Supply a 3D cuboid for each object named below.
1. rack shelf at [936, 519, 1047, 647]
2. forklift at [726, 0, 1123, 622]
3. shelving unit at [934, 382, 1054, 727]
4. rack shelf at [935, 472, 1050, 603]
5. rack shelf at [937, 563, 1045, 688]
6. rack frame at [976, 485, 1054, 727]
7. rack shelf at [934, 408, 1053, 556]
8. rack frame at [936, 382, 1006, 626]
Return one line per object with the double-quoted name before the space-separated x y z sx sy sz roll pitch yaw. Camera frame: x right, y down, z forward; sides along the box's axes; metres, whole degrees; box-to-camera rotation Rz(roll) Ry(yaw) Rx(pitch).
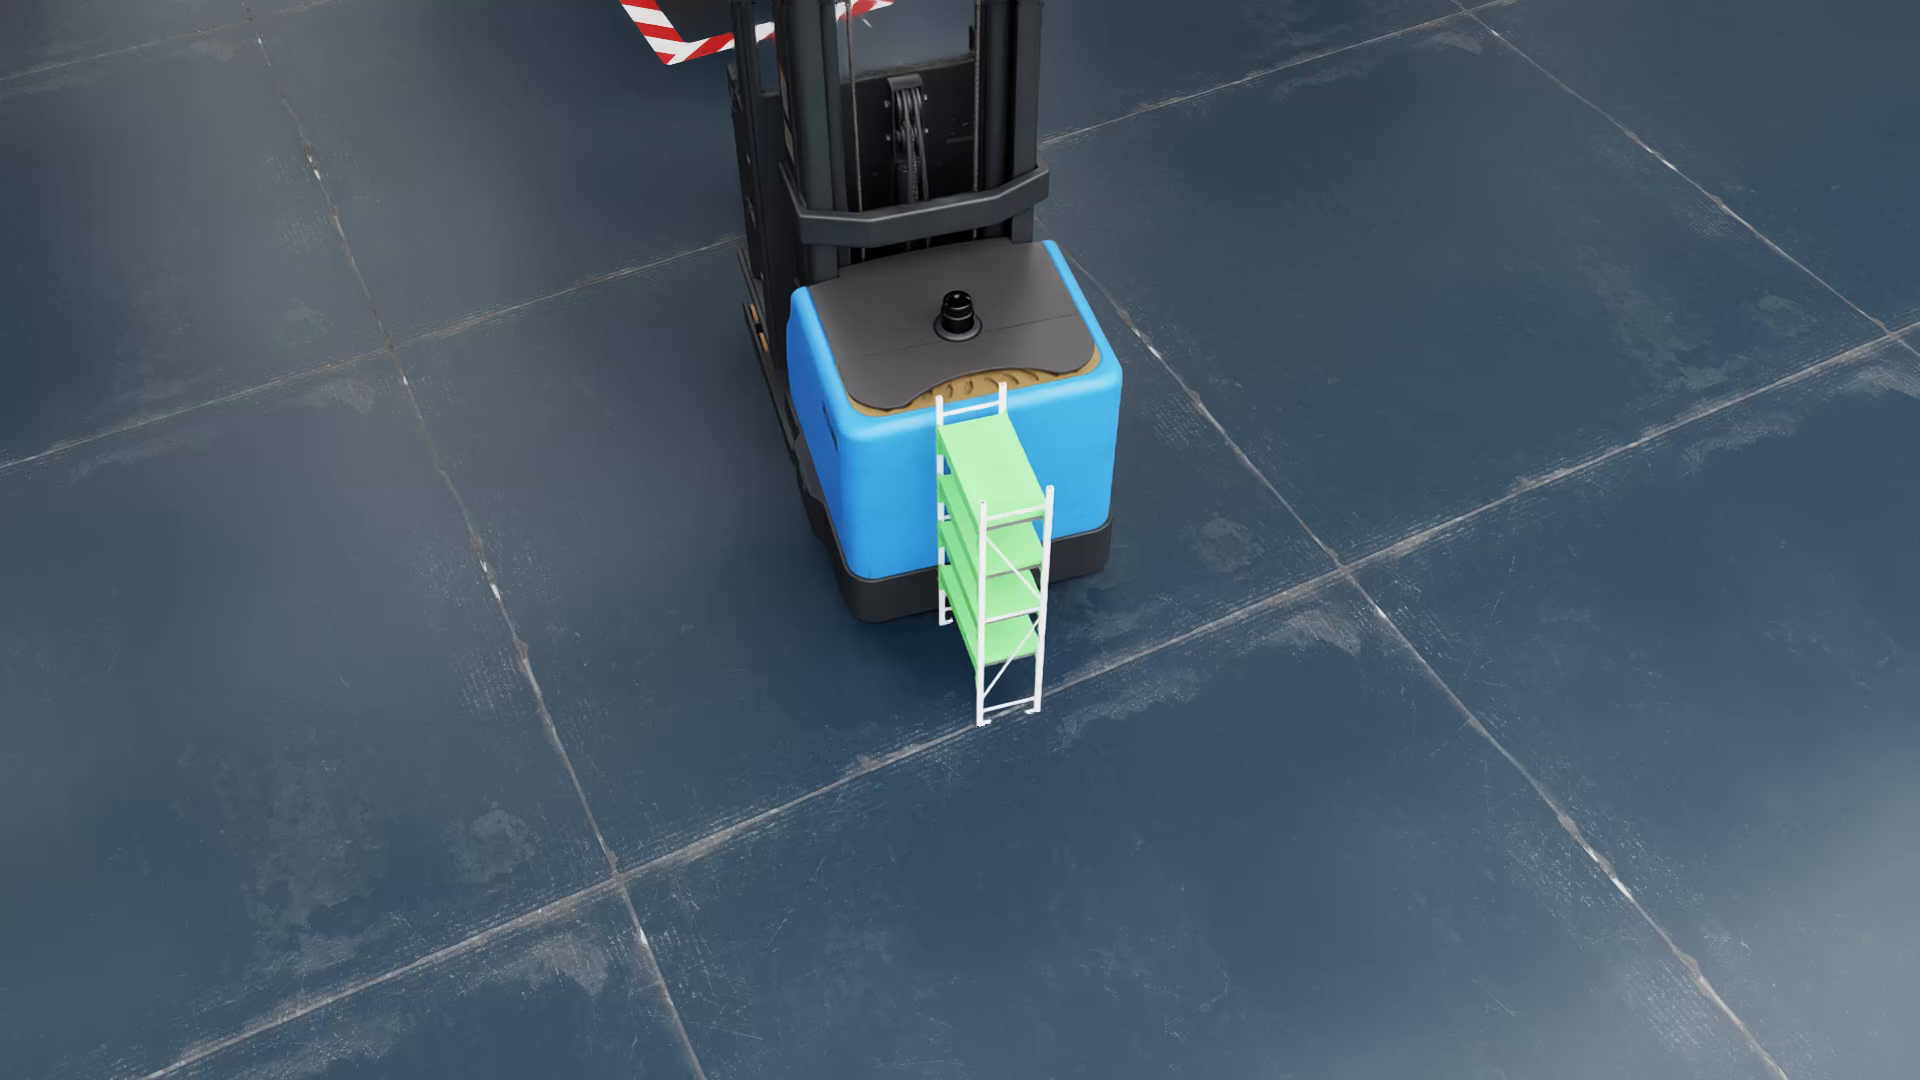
"rack shelf" 0.106 0.120 5.825 0.258 0.148 0.480 -13 50 -11
"forklift" -0.328 -1.792 6.263 1.130 2.935 3.031 -13 50 -11
"shelving unit" 0.106 0.078 5.777 0.258 1.200 0.503 -13 50 -11
"rack shelf" 0.106 -0.038 5.645 0.258 0.148 0.480 -13 50 -11
"rack shelf" 0.106 0.278 6.006 0.258 0.148 0.480 -13 50 -11
"rack frame" 0.176 0.254 5.623 0.240 1.200 0.015 -13 50 -11
"rack shelf" 0.106 -0.196 5.464 0.258 0.148 0.480 -13 50 -11
"rack frame" 0.036 -0.098 5.931 0.240 1.200 0.015 -13 50 -11
